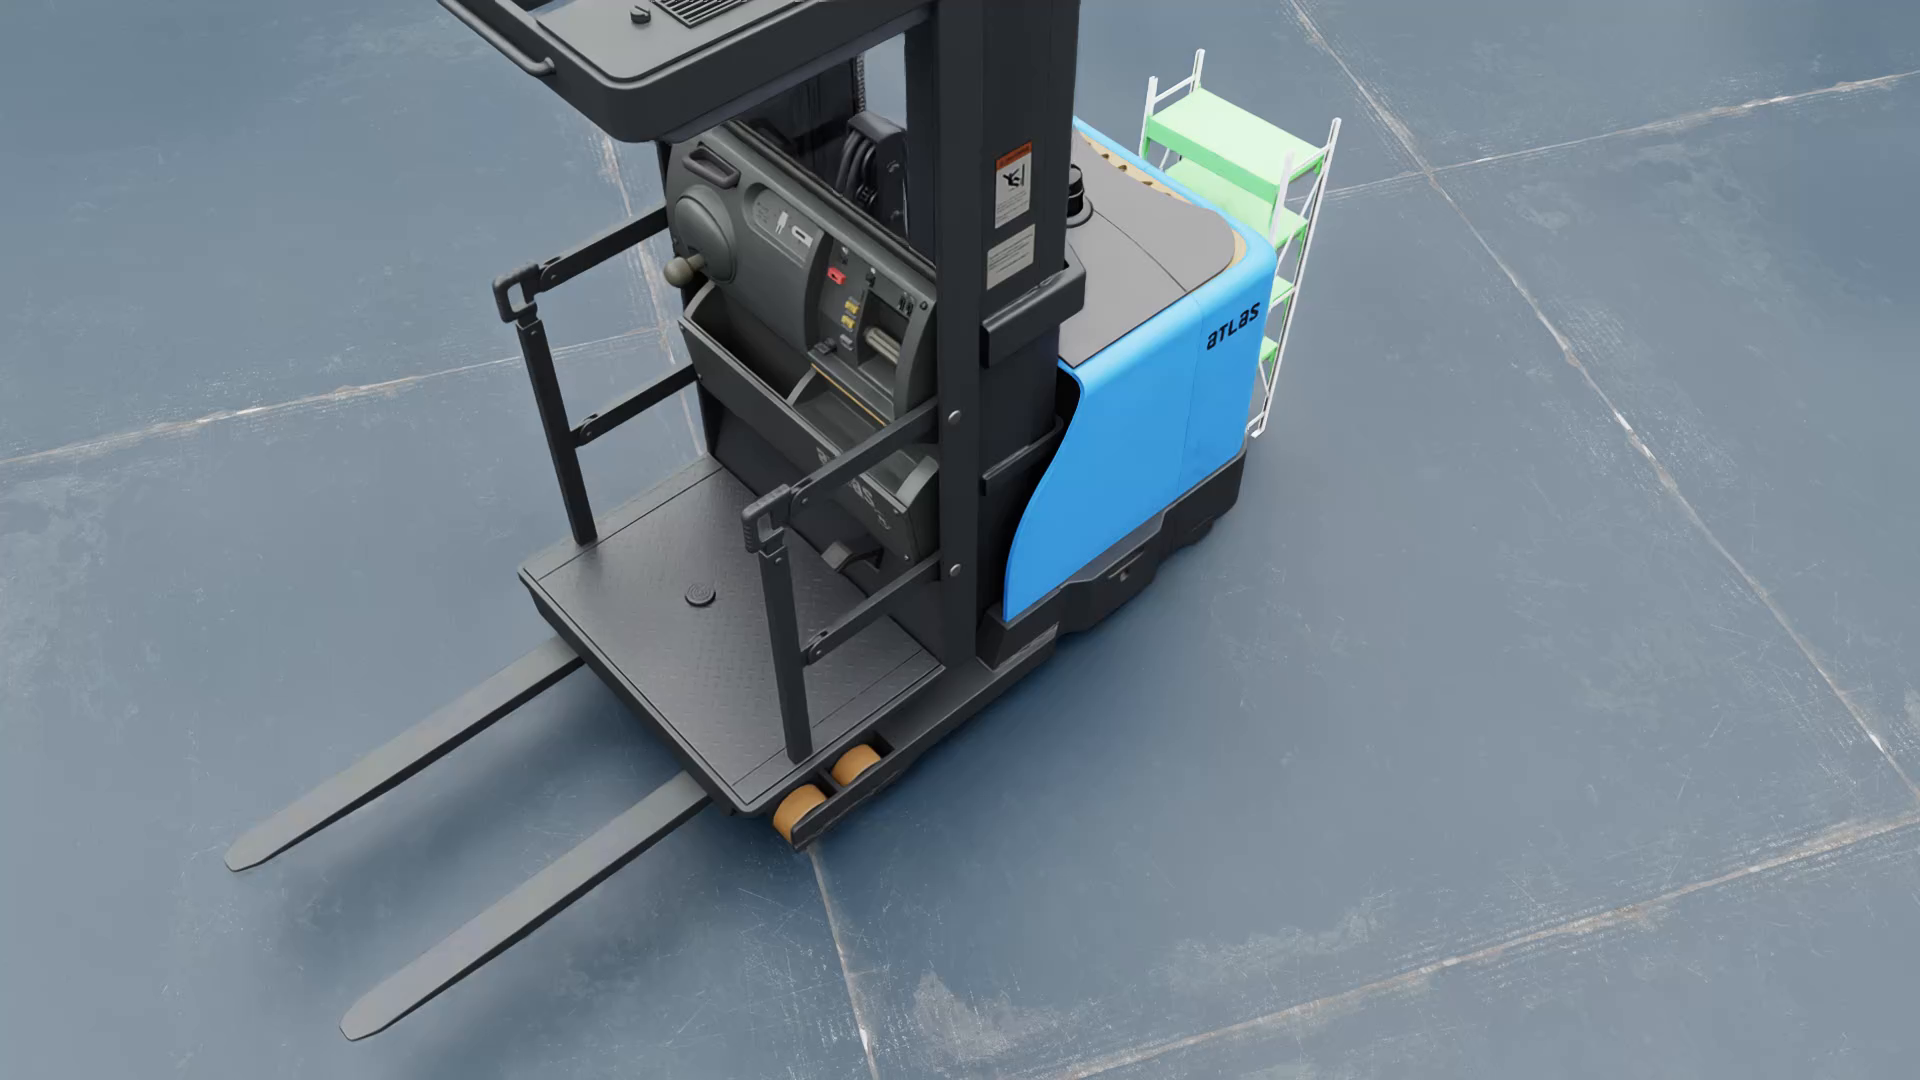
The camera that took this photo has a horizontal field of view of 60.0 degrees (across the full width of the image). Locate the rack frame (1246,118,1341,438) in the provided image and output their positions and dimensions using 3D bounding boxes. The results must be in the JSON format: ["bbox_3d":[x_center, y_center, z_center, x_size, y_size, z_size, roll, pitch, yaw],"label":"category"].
[{"bbox_3d":[0.957,-0.717,5.059,0.015,1.200,0.240,36,55,26],"label":"rack frame"}]

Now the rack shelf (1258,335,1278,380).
[{"bbox_3d":[0.767,-0.640,5.390,0.480,0.148,0.258,36,55,26],"label":"rack shelf"}]

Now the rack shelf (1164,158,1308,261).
[{"bbox_3d":[0.789,-0.966,5.039,0.480,0.148,0.258,36,55,26],"label":"rack shelf"}]

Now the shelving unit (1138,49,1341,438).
[{"bbox_3d":[0.781,-0.846,5.168,0.503,1.200,0.258,36,55,26],"label":"shelving unit"}]

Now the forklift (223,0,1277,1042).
[{"bbox_3d":[-0.548,-0.571,3.815,3.031,2.935,1.130,-35,58,-26],"label":"forklift"}]

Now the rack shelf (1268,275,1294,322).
[{"bbox_3d":[0.778,-0.803,5.215,0.480,0.148,0.258,36,55,26],"label":"rack shelf"}]

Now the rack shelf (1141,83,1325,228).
[{"bbox_3d":[0.800,-1.129,4.863,0.480,0.148,0.258,36,55,26],"label":"rack shelf"}]

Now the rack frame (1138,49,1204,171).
[{"bbox_3d":[0.604,-0.975,5.276,0.015,1.200,0.240,36,55,26],"label":"rack frame"}]
